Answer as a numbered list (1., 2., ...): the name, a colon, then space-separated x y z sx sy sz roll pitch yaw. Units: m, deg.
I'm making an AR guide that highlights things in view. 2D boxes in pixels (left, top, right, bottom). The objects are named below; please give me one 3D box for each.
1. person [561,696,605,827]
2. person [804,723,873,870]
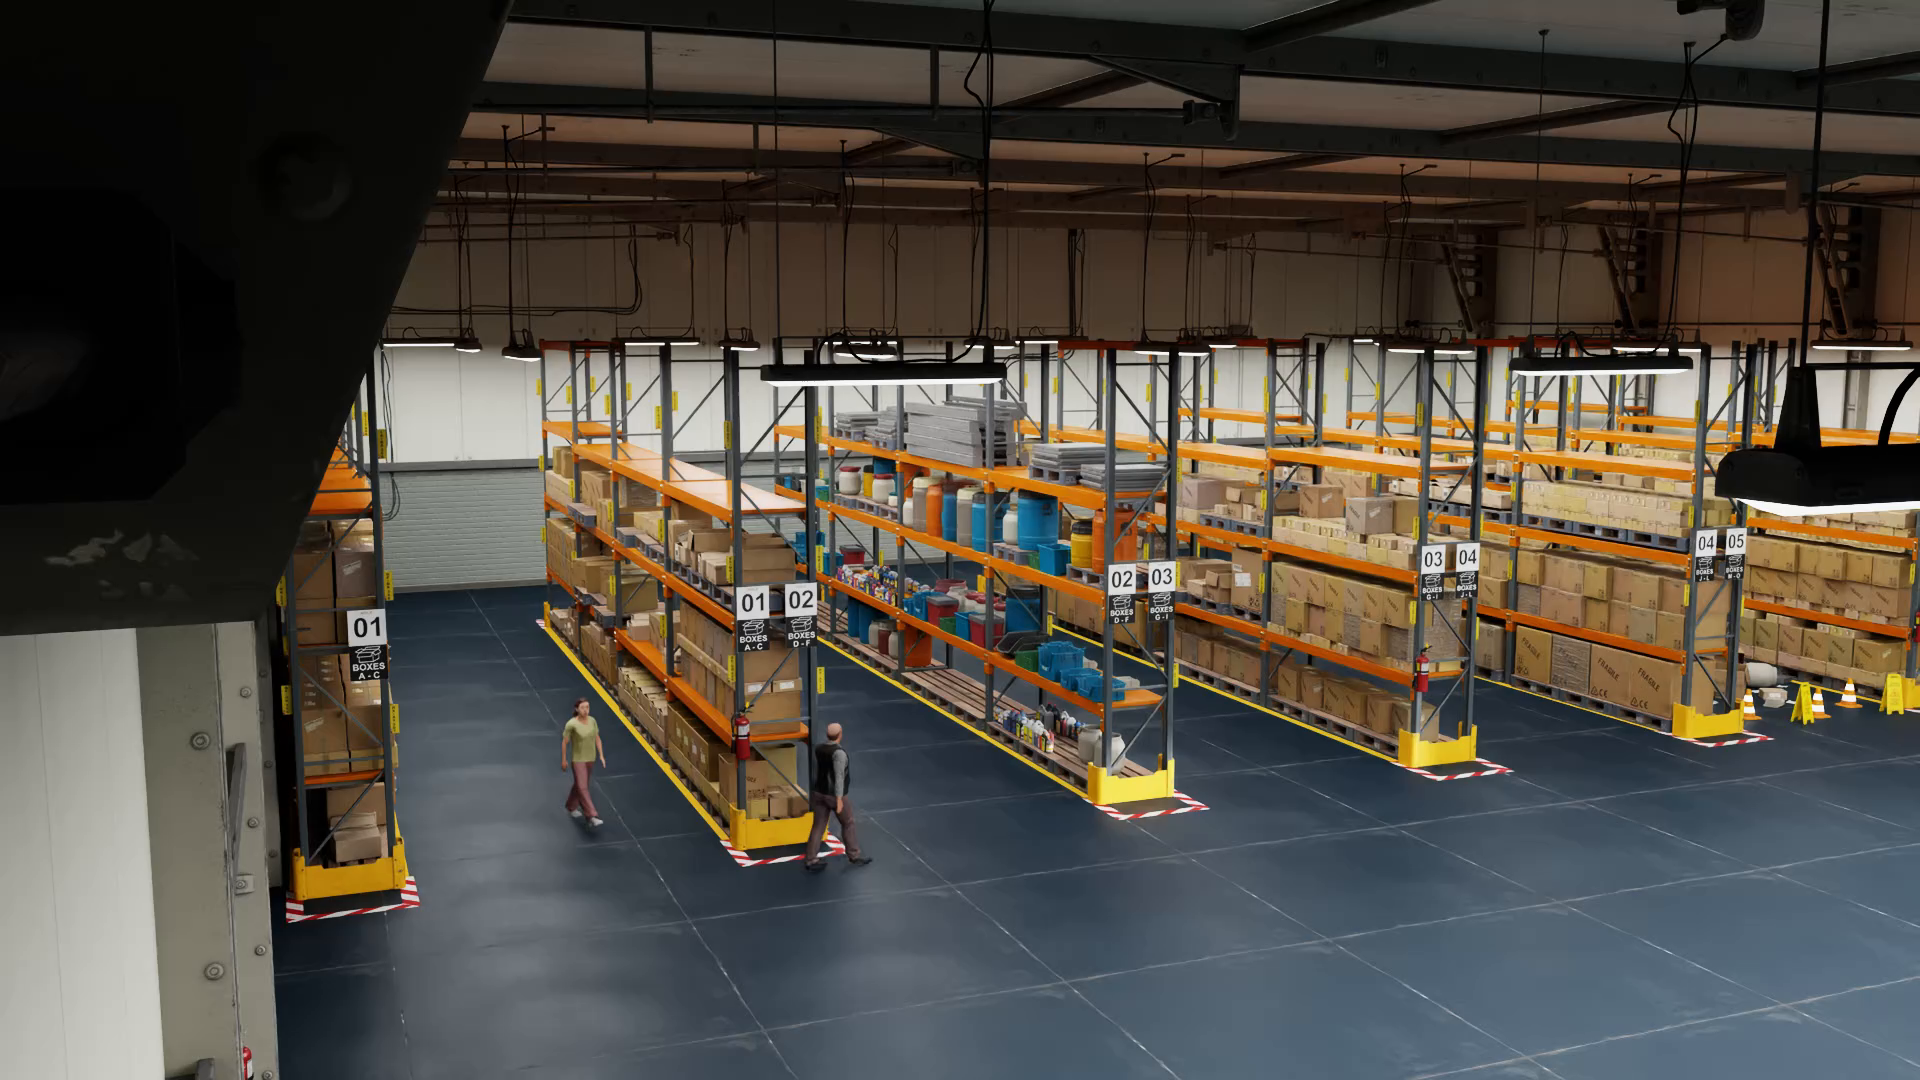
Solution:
1. person: -4.720 2.783 21.008 1.059 1.609 0.486 6 10 39
2. person: -1.474 2.975 19.390 0.853 1.703 0.582 -7 10 -44
